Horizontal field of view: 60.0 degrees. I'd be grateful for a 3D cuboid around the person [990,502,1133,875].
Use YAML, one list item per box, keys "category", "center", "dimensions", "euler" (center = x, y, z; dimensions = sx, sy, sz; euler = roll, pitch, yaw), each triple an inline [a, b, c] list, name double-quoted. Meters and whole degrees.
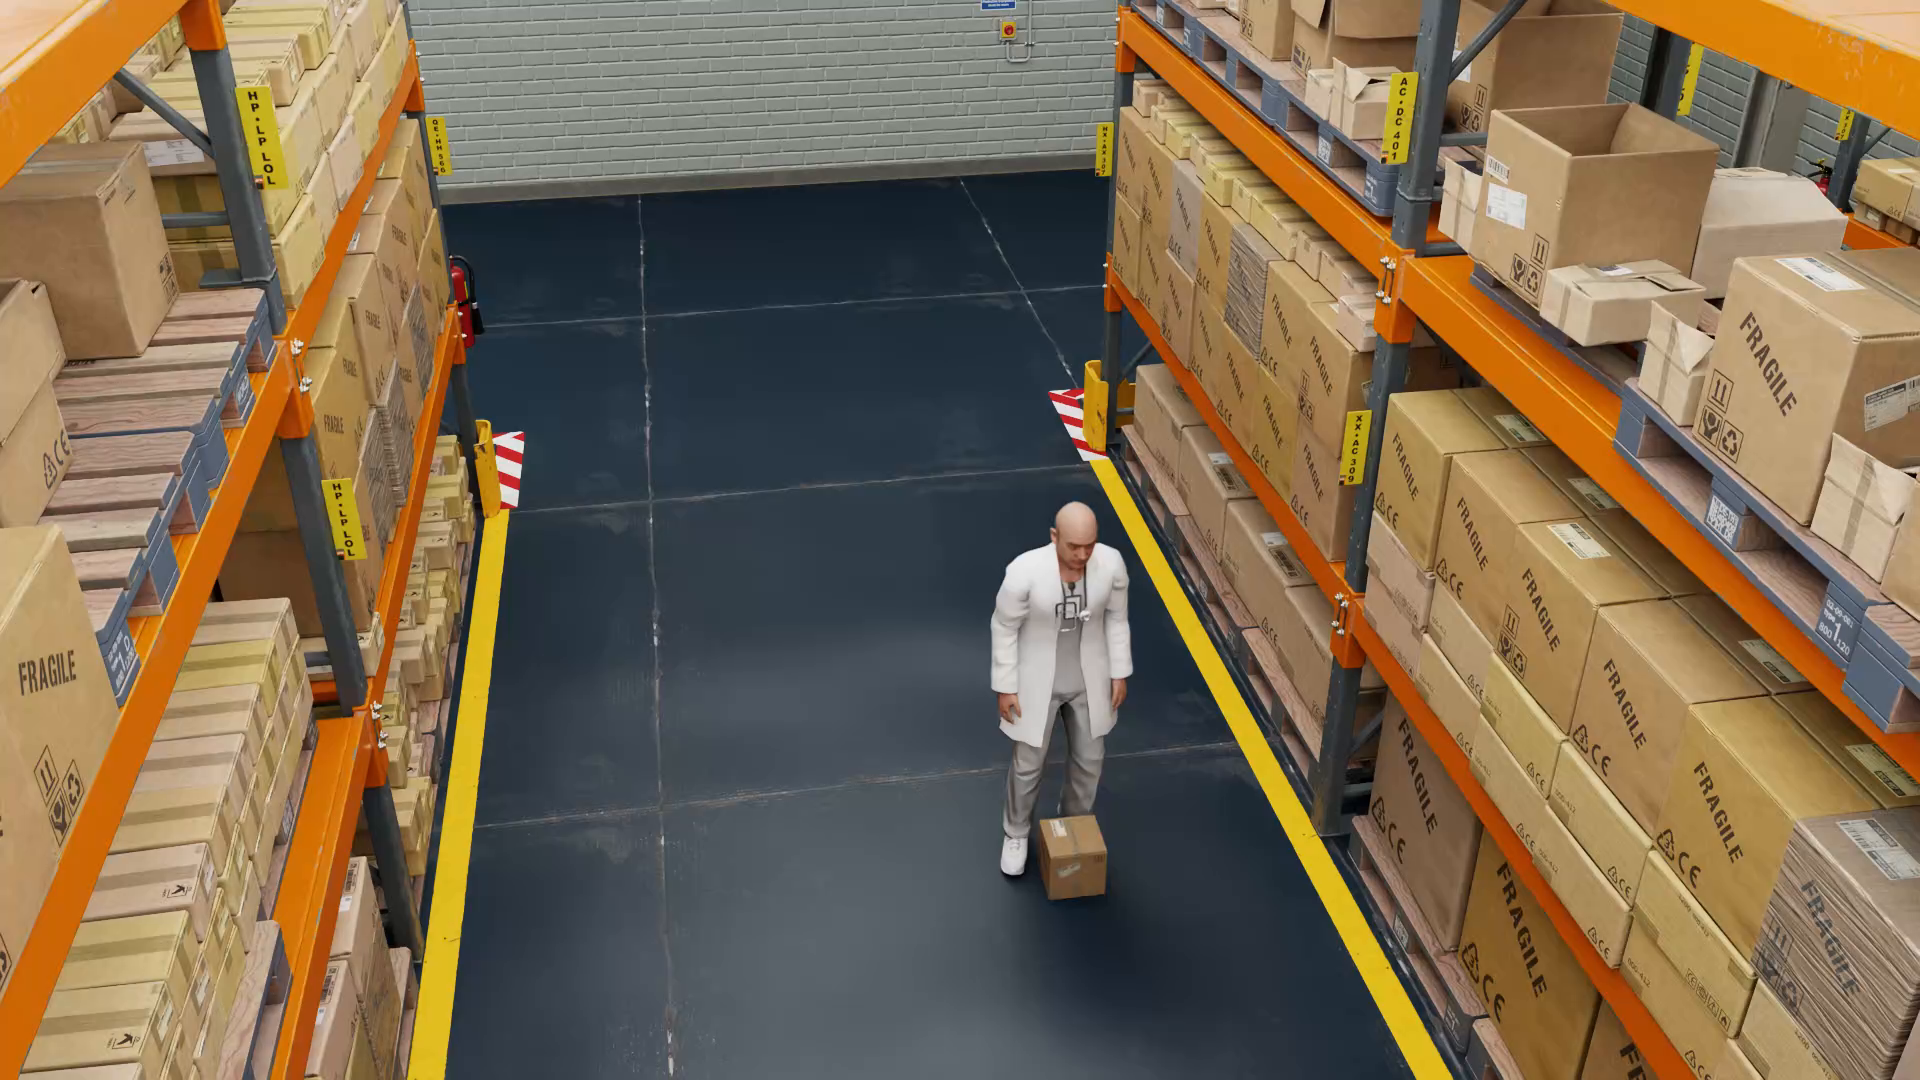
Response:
- category: "person"
  center: [0.436, 0.610, 7.113]
  dimensions: [0.628, 1.773, 0.427]
  euler: [-6, 31, -11]
